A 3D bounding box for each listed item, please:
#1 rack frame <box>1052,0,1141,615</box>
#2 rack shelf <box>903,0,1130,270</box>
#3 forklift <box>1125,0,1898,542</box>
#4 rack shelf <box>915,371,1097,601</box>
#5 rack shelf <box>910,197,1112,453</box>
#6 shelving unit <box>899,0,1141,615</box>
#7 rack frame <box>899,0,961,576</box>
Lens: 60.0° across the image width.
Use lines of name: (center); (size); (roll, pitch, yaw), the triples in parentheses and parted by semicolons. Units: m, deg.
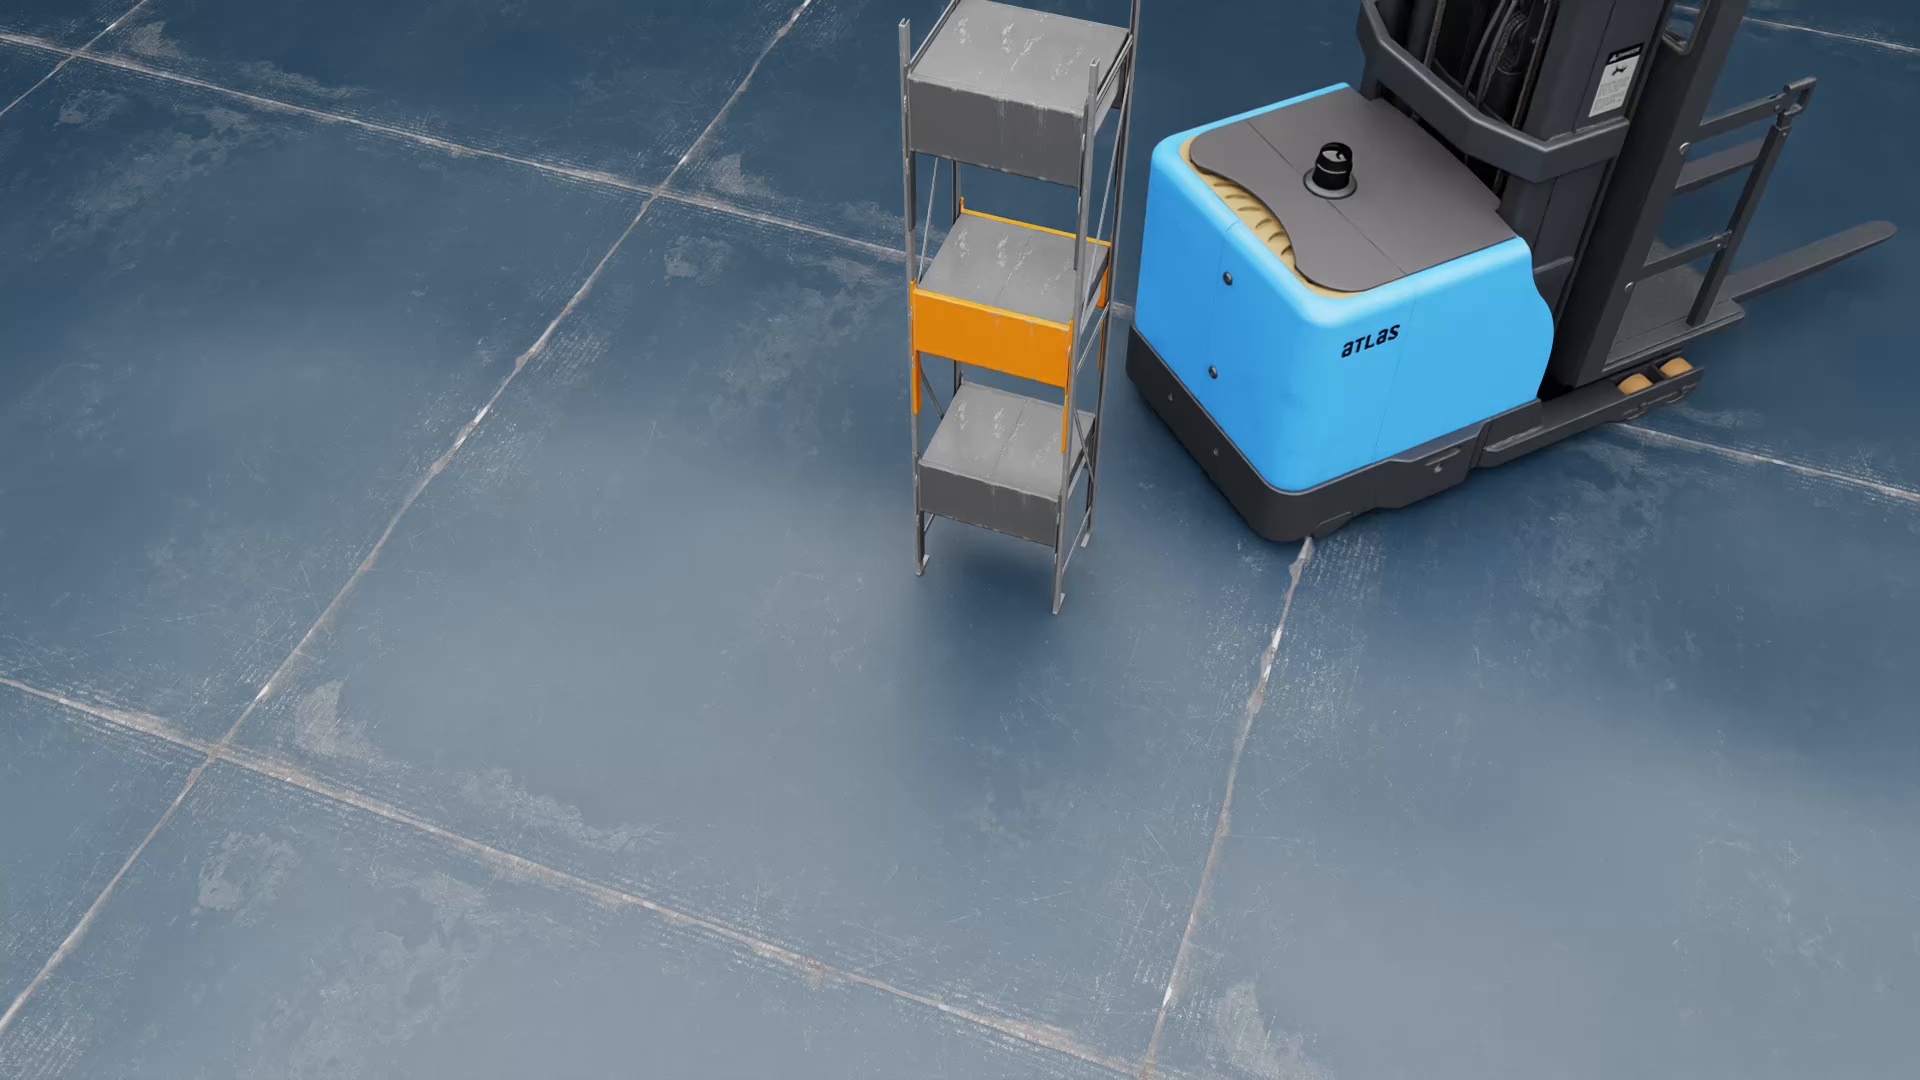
rack frame: (0.384, -0.580, 4.864); (0.015, 2.100, 0.400); (16, 51, 13)
rack shelf: (0.155, -1.094, 4.400); (0.480, 0.518, 0.431); (16, 51, 13)
forklift: (2.170, -1.744, 5.322); (3.031, 2.935, 1.130); (-21, 52, -17)
rack shelf: (0.155, -0.177, 5.458); (0.480, 0.518, 0.431); (16, 51, 13)
rack shelf: (0.155, -0.635, 4.929); (0.480, 0.518, 0.431); (16, 51, 13)
shelving unit: (0.155, -0.644, 4.919); (0.503, 2.100, 0.431); (16, 51, 13)
rack frame: (-0.074, -0.708, 4.974); (0.015, 2.100, 0.400); (16, 51, 13)
